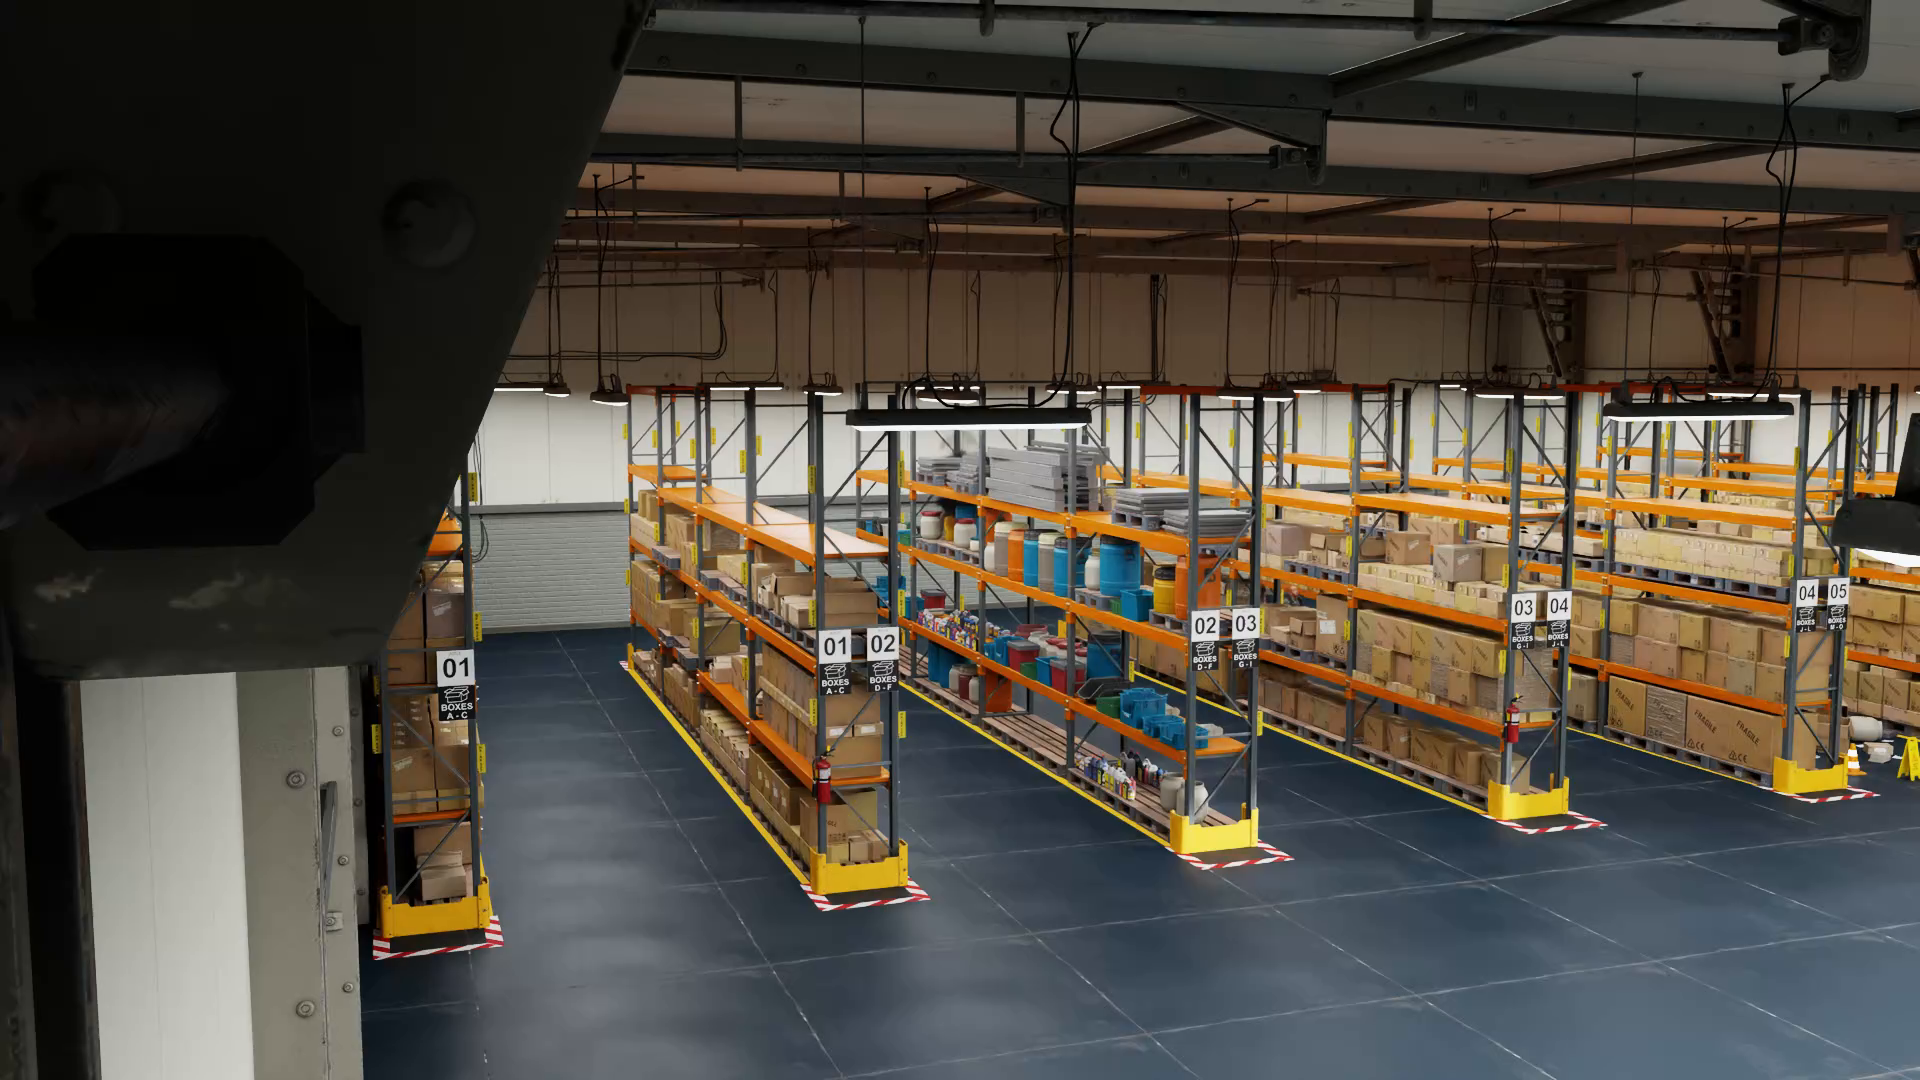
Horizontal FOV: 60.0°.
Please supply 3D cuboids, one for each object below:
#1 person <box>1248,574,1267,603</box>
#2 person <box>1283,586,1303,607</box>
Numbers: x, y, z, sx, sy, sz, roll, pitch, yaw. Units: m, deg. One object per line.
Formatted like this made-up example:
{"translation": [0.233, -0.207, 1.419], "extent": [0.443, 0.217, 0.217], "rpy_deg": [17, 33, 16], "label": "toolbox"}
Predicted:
{"translation": [6.637, 1.598, 37.505], "extent": [0.743, 1.736, 0.765], "rpy_deg": [-1, 6, -13], "label": "person"}
{"translation": [7.080, 1.831, 35.467], "extent": [0.640, 1.743, 0.777], "rpy_deg": [-2, 6, -18], "label": "person"}
